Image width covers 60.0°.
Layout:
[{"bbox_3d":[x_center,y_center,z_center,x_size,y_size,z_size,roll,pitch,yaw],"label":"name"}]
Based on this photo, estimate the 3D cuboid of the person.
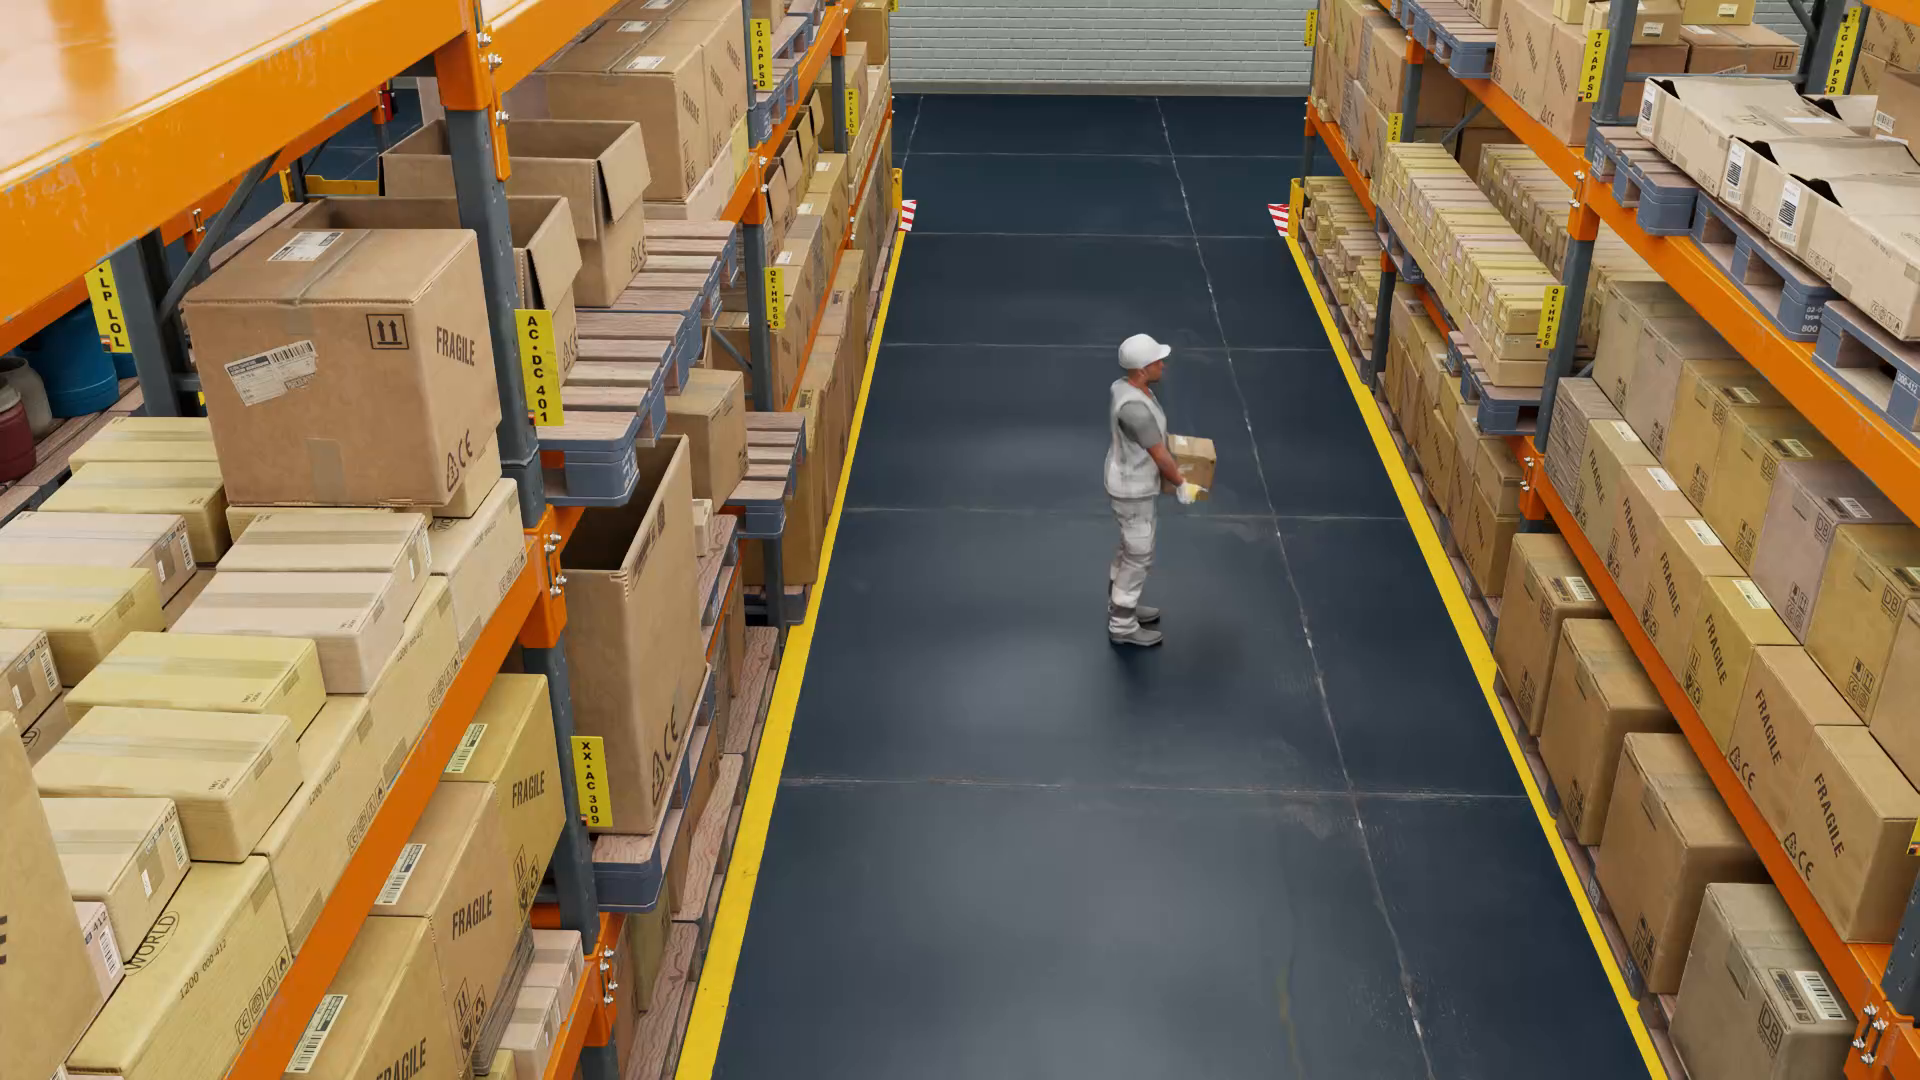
[{"bbox_3d":[1.068,-0.282,9.131,0.561,1.787,0.495,1,28,2],"label":"person"}]
